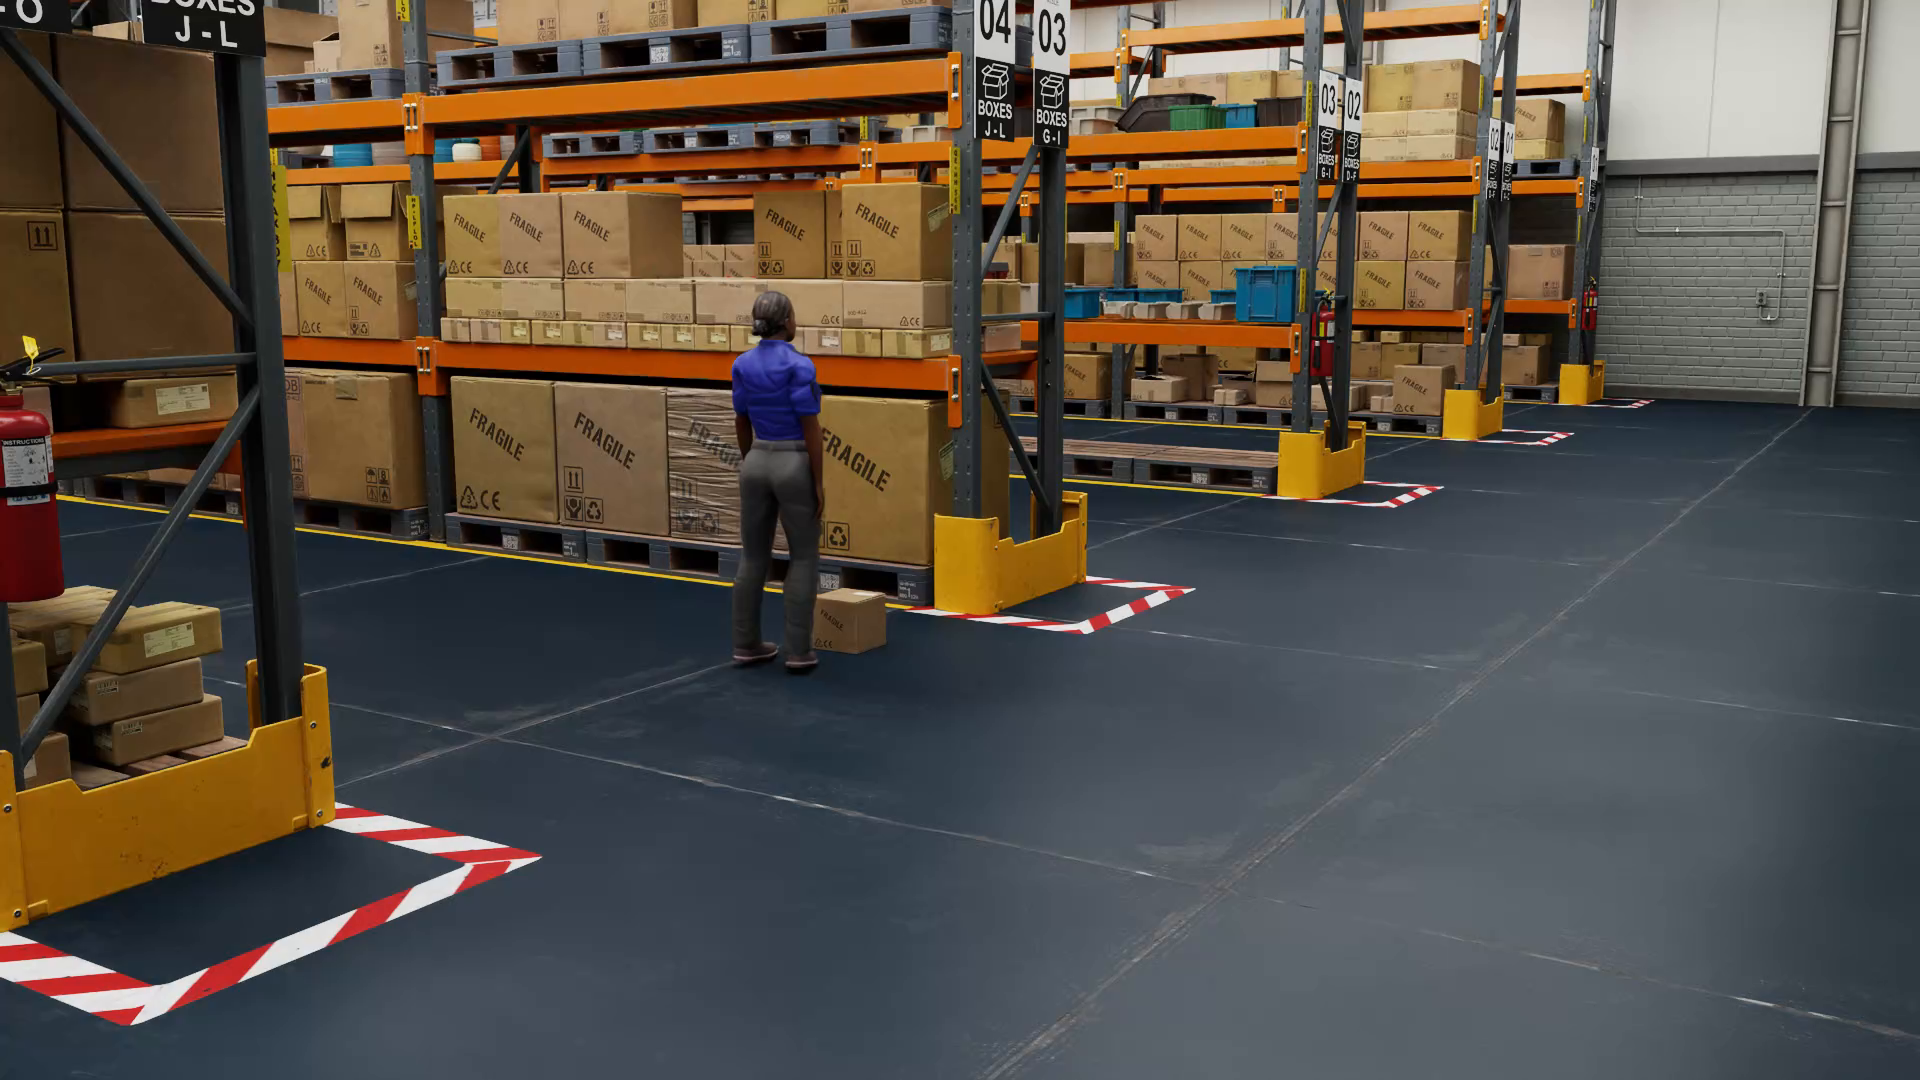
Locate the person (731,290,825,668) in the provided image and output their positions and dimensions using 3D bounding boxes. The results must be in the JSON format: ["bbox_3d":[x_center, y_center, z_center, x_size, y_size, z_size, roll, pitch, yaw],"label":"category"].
[{"bbox_3d":[-0.775,-0.261,7.360,0.489,1.671,0.367,5,11,26],"label":"person"}]
